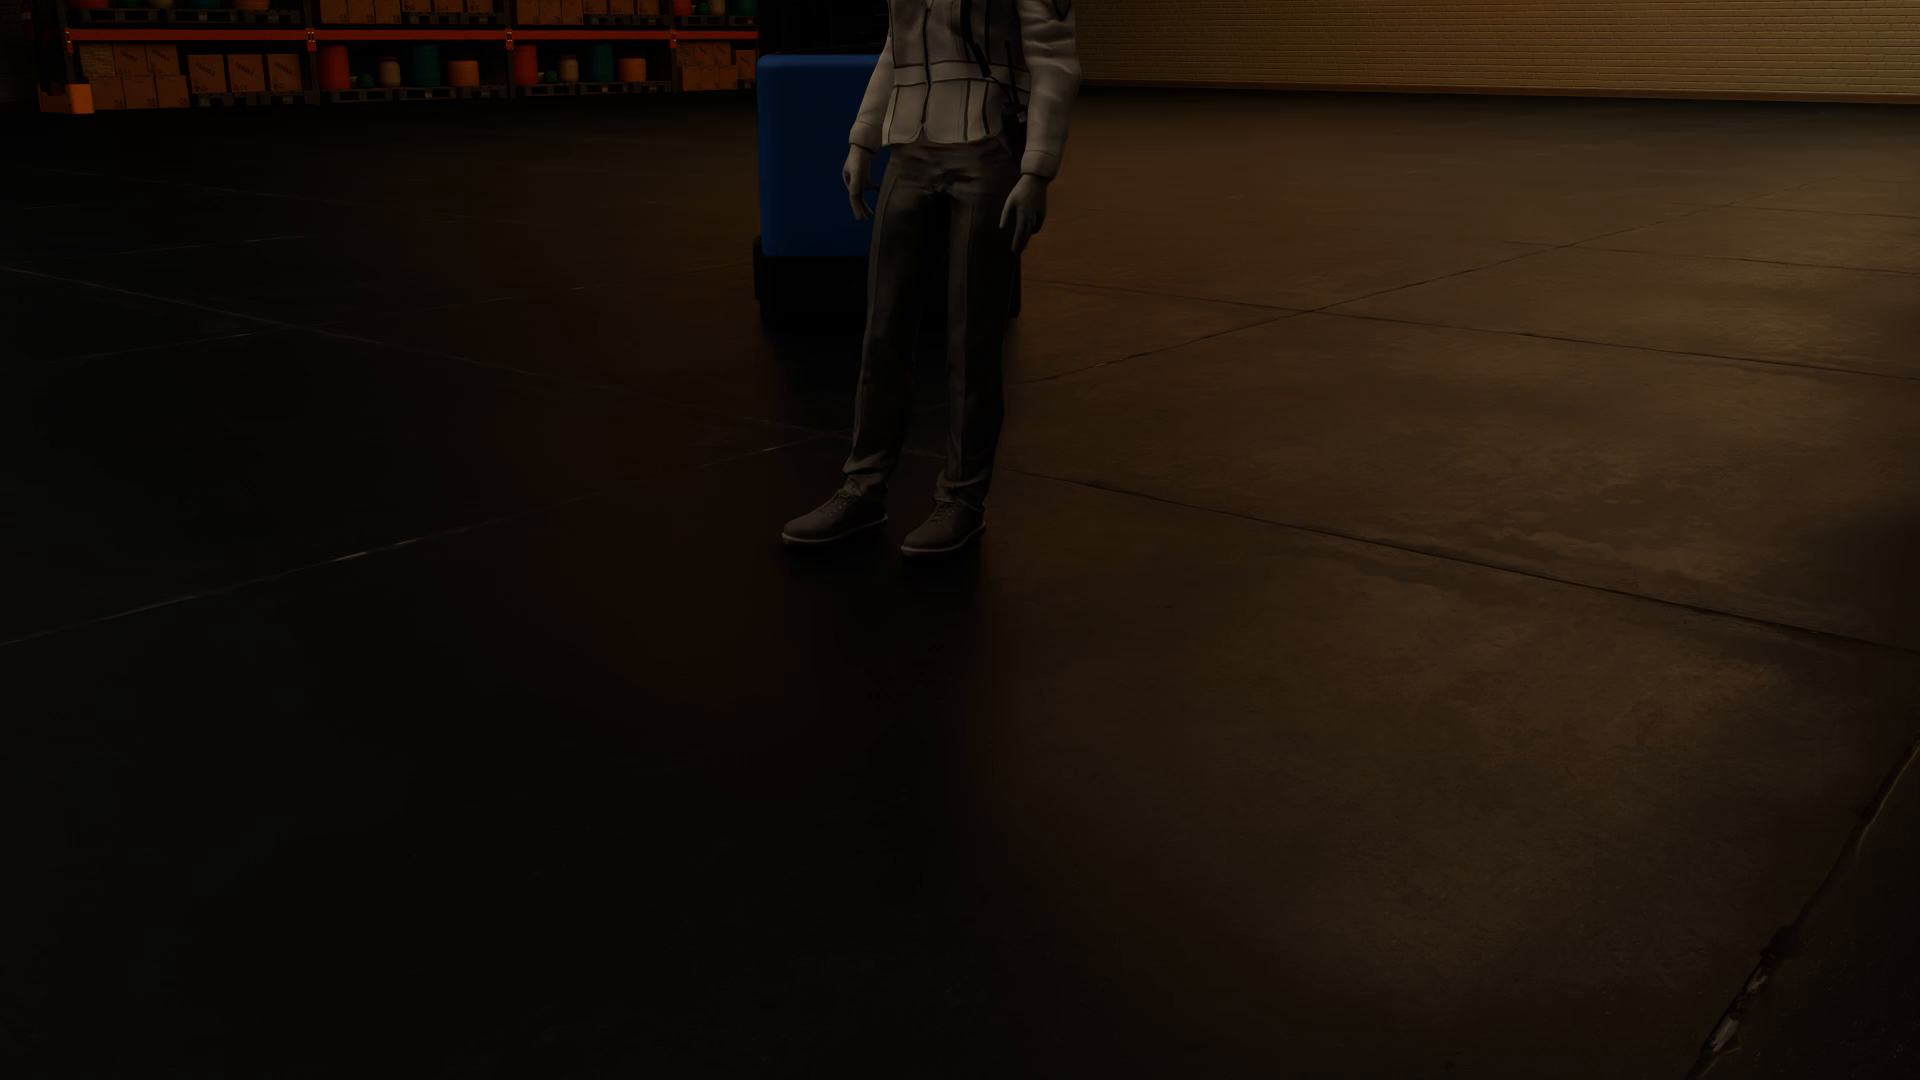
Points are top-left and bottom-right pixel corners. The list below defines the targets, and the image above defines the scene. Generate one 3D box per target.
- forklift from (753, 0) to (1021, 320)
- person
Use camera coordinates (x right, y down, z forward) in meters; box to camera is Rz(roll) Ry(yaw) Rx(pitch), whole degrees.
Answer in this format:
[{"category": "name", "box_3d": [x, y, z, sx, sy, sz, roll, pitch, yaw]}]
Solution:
[{"category": "forklift", "box_3d": [-0.386, -2.664, 7.671, 1.130, 2.935, 3.031, -1, 17, -4]}, {"category": "person", "box_3d": [-0.049, -0.804, 3.647, 0.588, 1.695, 0.531, 13, 21, 37]}]
